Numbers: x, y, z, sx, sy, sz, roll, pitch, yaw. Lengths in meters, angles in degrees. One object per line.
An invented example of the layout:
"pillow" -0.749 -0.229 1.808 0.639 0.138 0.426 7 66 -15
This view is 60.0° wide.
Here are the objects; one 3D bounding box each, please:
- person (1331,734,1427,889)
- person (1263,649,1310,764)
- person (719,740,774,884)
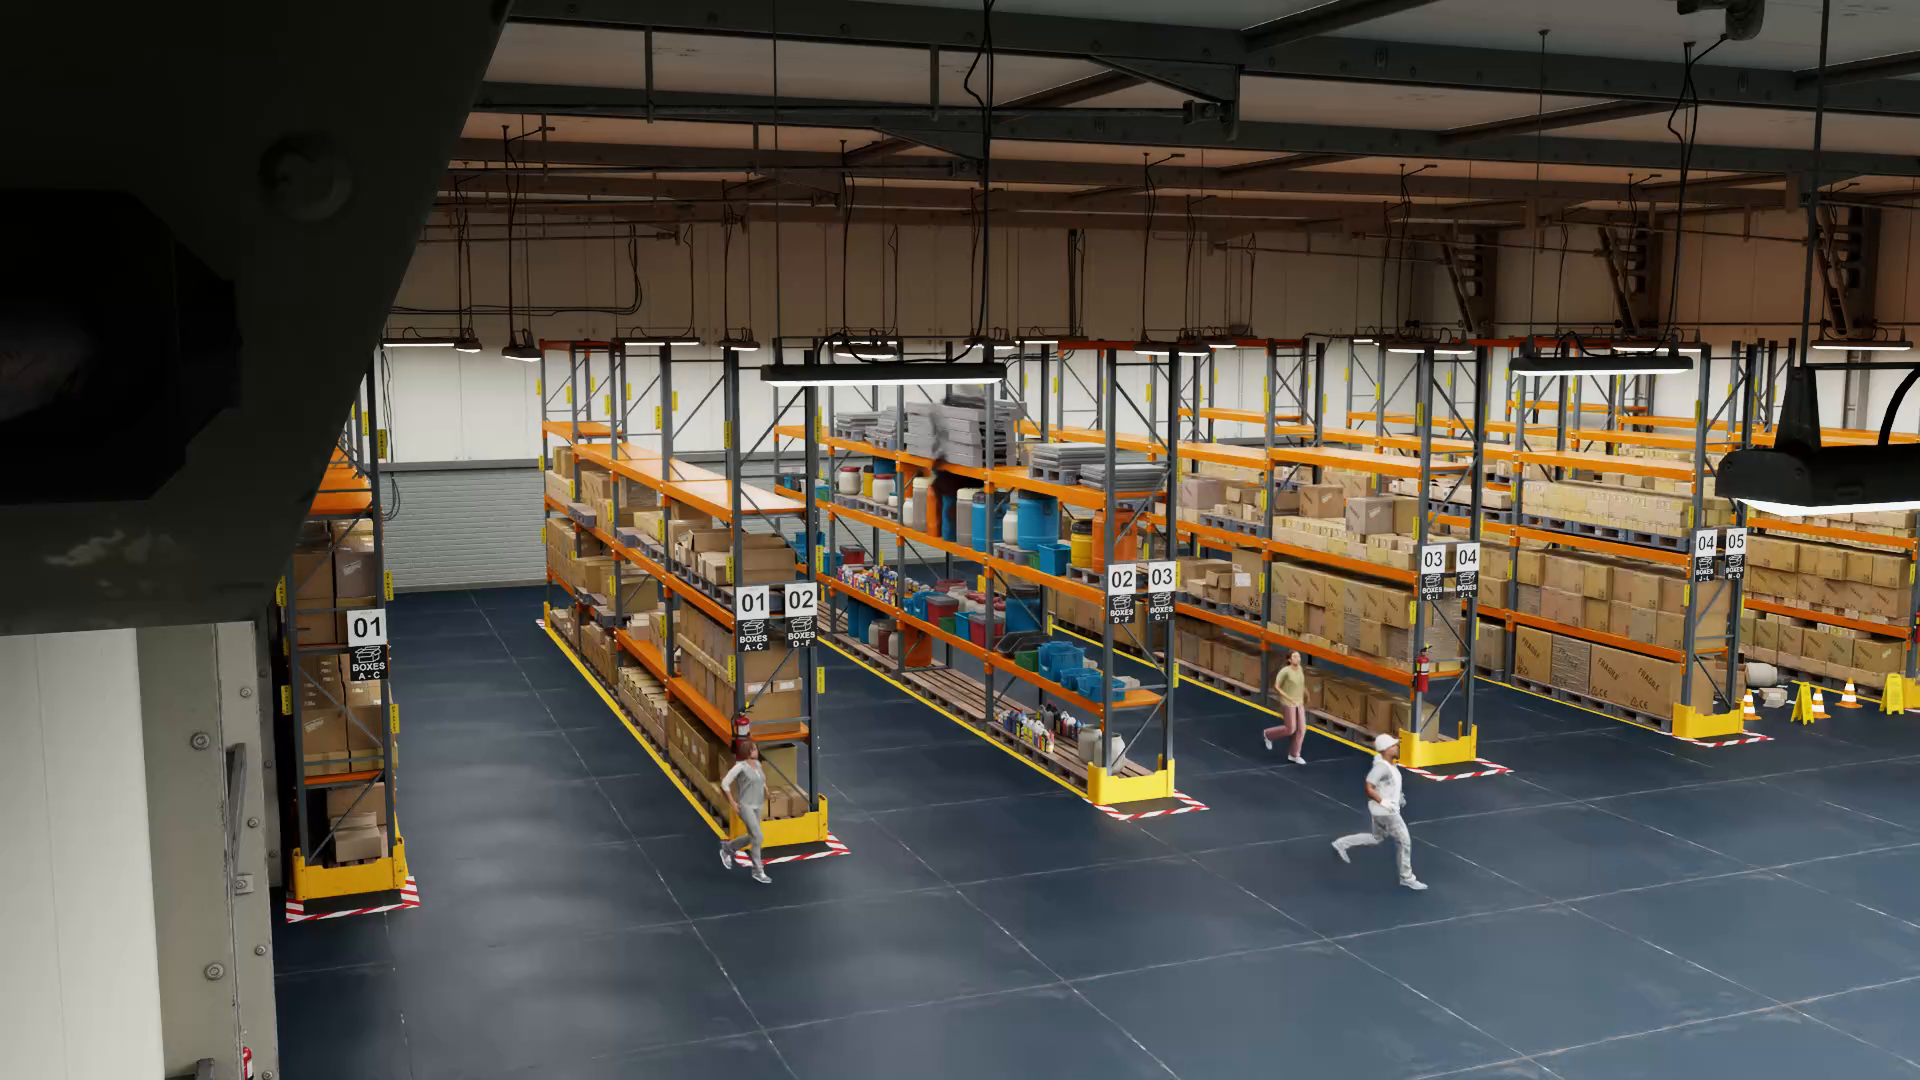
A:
"person" 4.754 3.052 18.768 1.064 1.768 0.658 1 7 7
"person" 4.800 2.389 24.224 0.584 1.652 0.722 -5 9 -34
"person" -2.415 3.090 19.080 0.740 1.580 0.575 4 8 28
